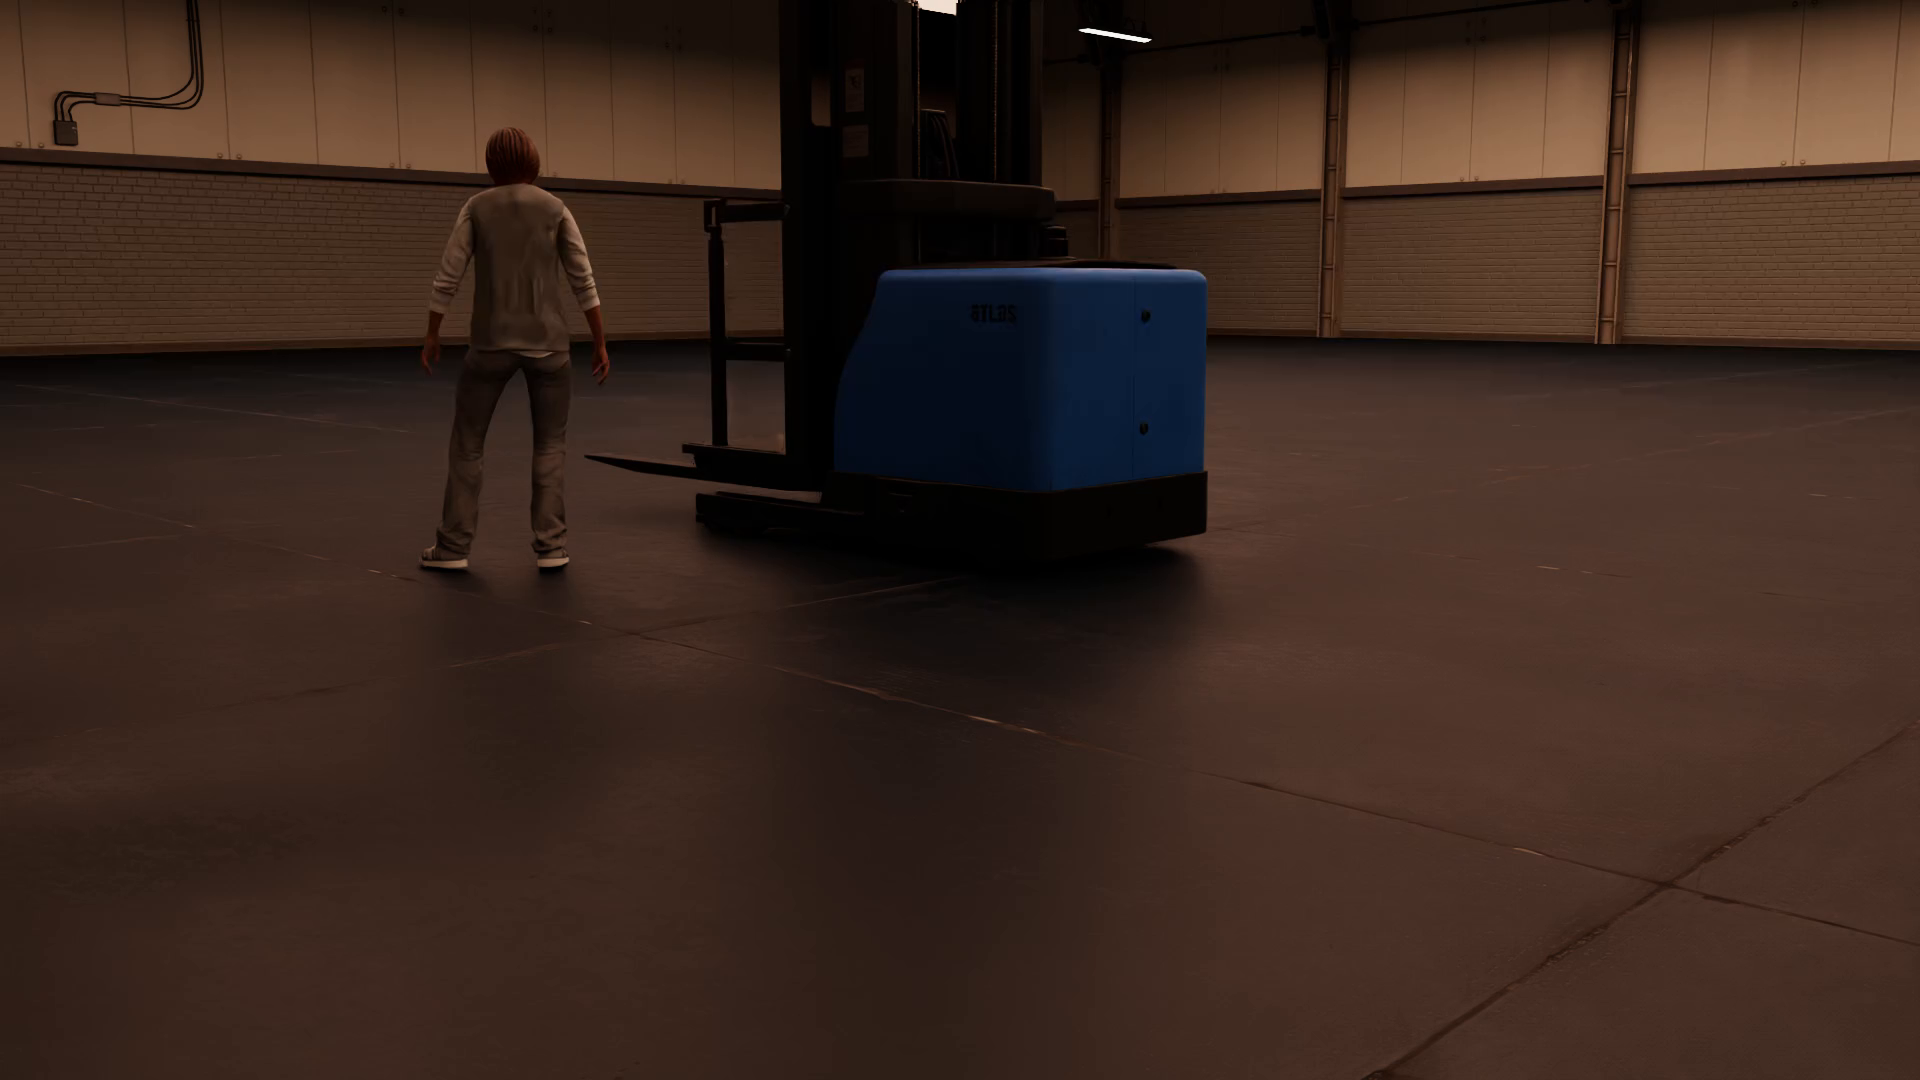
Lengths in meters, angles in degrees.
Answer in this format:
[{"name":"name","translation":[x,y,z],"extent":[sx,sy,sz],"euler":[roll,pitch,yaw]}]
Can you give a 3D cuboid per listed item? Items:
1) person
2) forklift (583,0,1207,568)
[{"name":"person","translation":[-1.609,-0.675,5.953],"extent":[0.687,1.569,0.339],"euler":[-2,9,-16]},{"name":"forklift","translation":[-0.463,-1.511,6.910],"extent":[3.031,2.935,1.130],"euler":[8,12,43]}]
